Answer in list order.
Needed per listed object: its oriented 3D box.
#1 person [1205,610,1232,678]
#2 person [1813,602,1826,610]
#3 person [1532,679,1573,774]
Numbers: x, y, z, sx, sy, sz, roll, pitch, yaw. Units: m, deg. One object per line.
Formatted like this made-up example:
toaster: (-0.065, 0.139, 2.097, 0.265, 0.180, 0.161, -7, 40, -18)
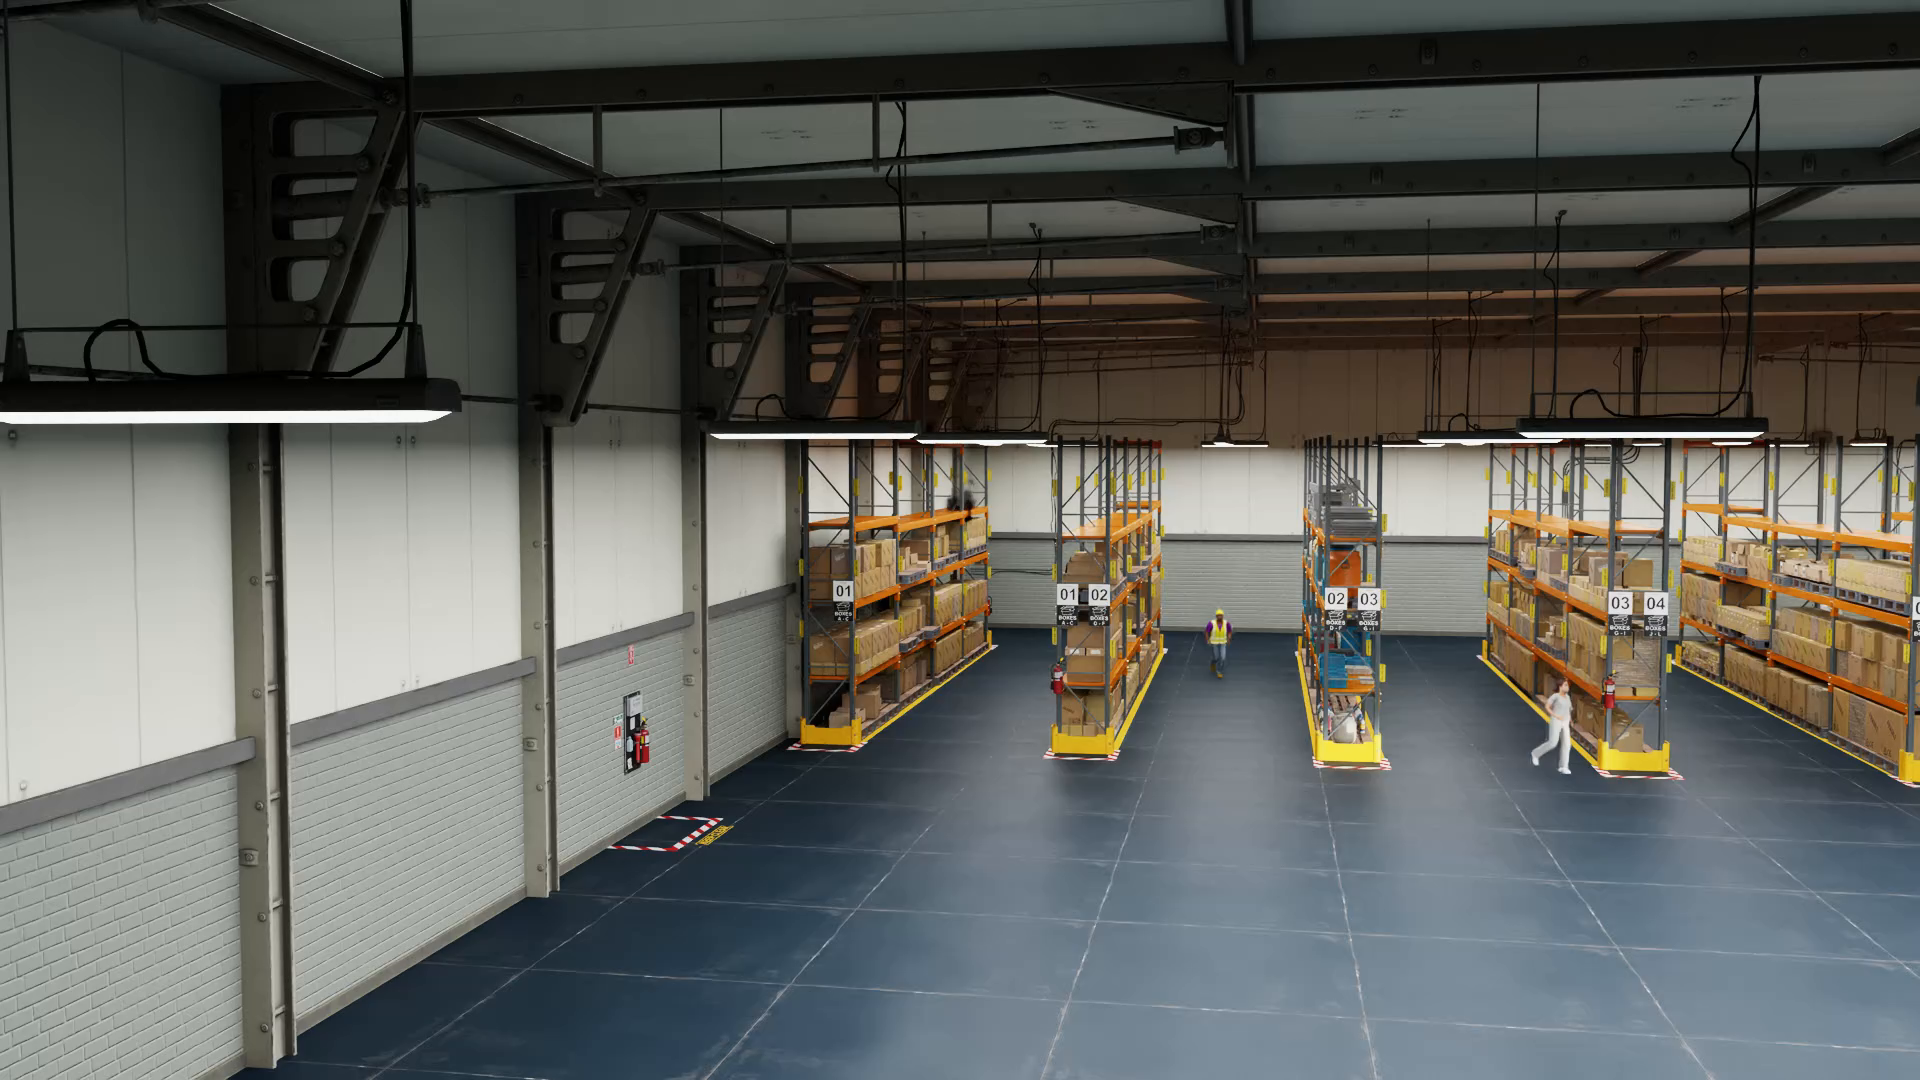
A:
person: (6.531, 2.606, 41.962, 0.685, 1.713, 0.623, 0, 3, -1)
person: (23.400, 2.396, 45.142, 0.837, 1.835, 0.683, 1, 3, 15)
person: (10.706, 3.290, 29.637, 0.627, 1.626, 0.920, -1, 3, -23)
